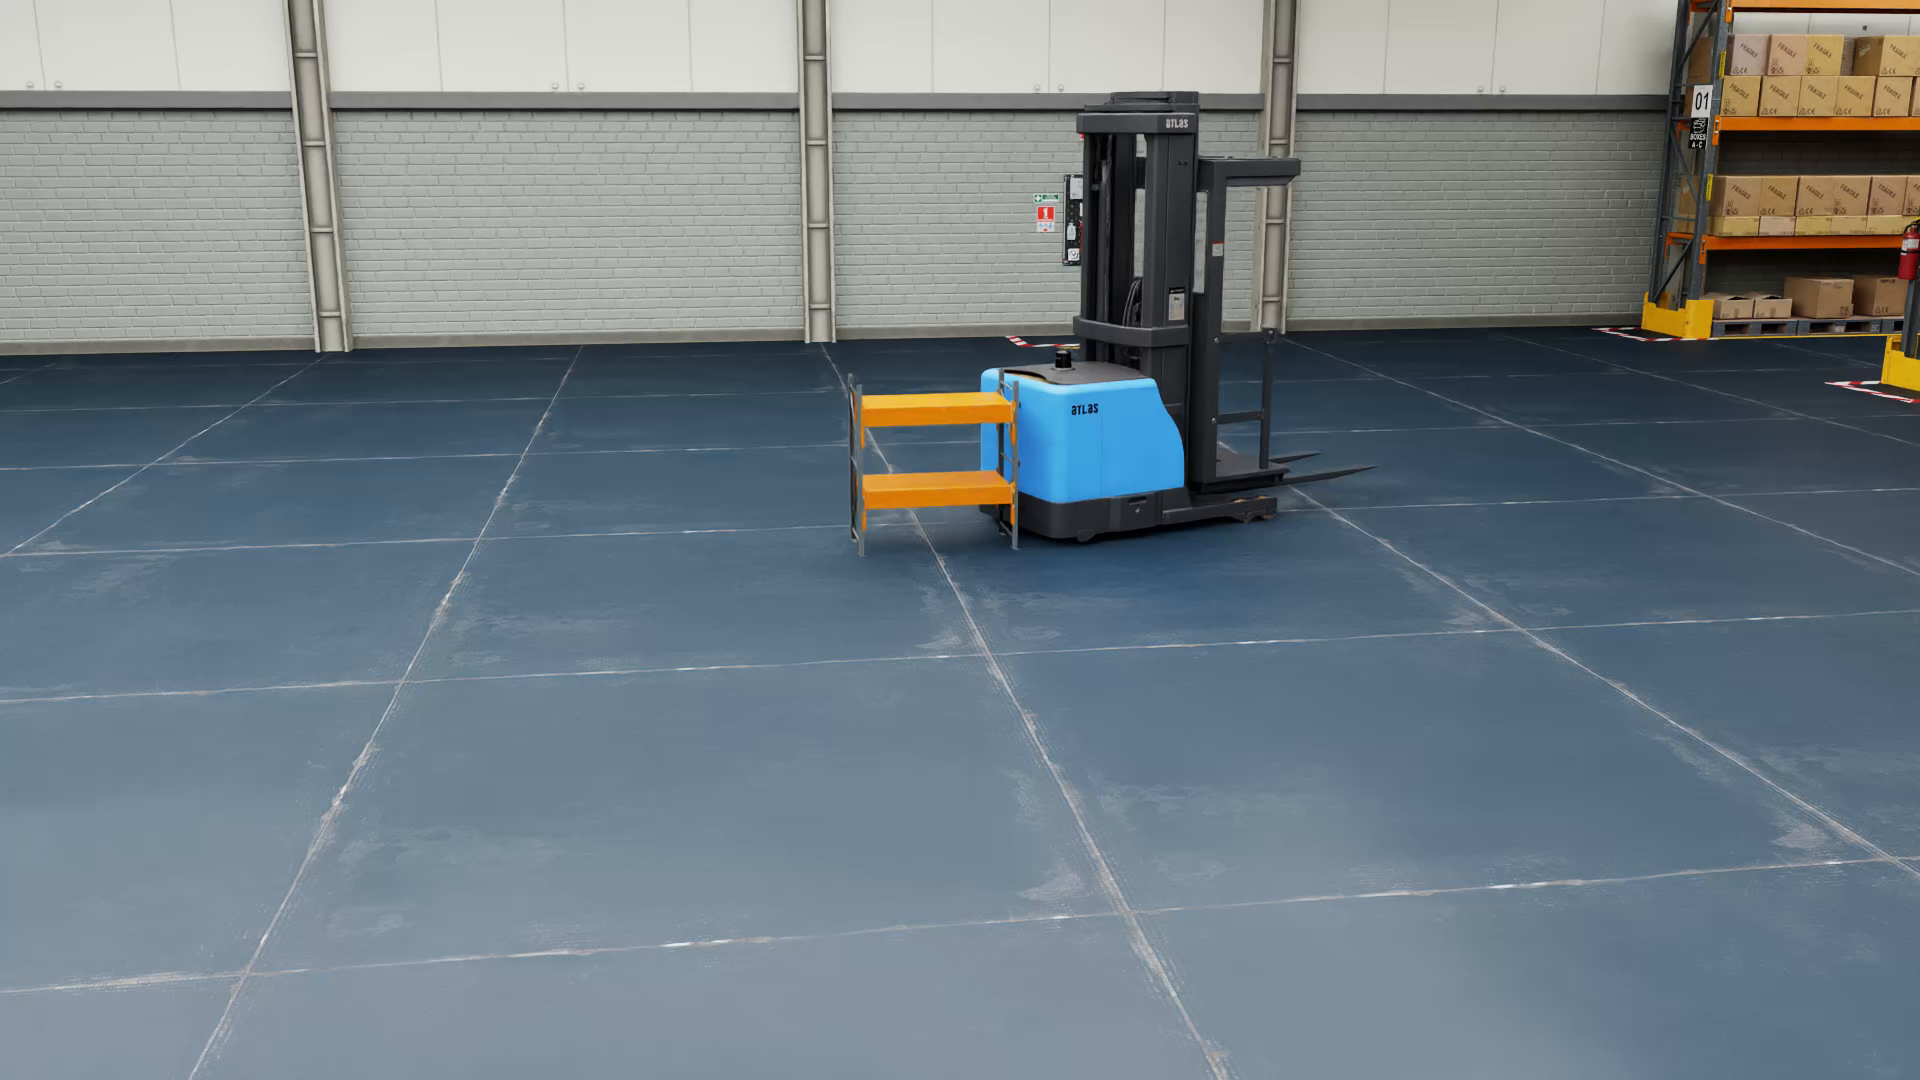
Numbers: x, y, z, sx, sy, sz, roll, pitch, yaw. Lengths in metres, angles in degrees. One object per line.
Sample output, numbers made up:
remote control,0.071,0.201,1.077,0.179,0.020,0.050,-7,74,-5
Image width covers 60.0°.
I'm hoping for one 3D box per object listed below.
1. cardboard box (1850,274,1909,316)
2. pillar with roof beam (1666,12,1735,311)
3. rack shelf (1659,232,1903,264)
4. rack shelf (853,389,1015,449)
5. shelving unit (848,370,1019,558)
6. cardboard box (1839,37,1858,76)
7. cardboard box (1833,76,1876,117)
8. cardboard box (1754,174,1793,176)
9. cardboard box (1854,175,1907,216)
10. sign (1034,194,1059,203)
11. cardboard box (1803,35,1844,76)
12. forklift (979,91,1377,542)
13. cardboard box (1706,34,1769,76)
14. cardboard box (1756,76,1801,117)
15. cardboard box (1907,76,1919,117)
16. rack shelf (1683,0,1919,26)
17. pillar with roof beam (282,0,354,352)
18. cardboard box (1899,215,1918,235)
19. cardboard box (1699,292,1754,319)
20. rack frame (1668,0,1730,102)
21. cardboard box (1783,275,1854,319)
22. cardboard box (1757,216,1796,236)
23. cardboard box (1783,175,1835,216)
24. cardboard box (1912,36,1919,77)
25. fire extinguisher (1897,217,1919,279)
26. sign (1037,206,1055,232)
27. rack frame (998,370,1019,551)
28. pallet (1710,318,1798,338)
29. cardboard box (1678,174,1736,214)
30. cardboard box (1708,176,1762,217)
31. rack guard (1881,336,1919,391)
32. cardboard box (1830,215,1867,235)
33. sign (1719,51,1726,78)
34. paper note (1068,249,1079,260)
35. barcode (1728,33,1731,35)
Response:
cardboard box,12.432,-3.320,22.530,0.500,0.500,0.500,-3,14,-13
pillar with roof beam,10.701,-6.330,17.961,0.400,9.000,9.100,-2,14,-8
rack shelf,11.474,-3.945,22.266,4.000,0.370,1.077,-2,14,-8
rack shelf,-0.181,-0.798,10.888,1.000,0.278,0.538,-3,14,-10
shelving unit,-0.181,-0.514,10.959,1.048,1.125,0.538,-3,14,-10
cardboard box,11.411,-6.350,21.906,0.500,0.500,0.500,-2,14,-8
cardboard box,11.440,-5.742,21.538,0.500,0.500,0.500,-1,14,-5
cardboard box,10.941,-4.626,22.228,0.500,0.500,0.500,-2,14,-10
cardboard box,12.038,-4.541,21.887,0.500,0.500,0.500,-3,14,-10
sign,1.121,-4.435,21.575,0.331,0.109,0.001,-2,14,-8
cardboard box,10.922,-6.203,21.320,0.500,0.500,0.500,-2,14,-7
forklift,1.667,-1.646,11.762,3.031,2.935,1.130,-8,16,-29
cardboard box,9.914,-6.175,21.211,0.500,0.500,0.500,-3,14,-12
cardboard box,10.401,-5.698,21.362,0.500,0.500,0.500,-1,14,-5
cardboard box,12.488,-5.787,21.717,0.500,0.500,0.500,-3,14,-13
rack shelf,11.474,-6.854,21.536,4.000,0.370,1.077,-2,14,-8
pillar with roof beam,-7.098,-5.677,15.360,0.400,9.000,9.100,-2,14,-8
cardboard box,12.535,-4.197,22.060,0.500,0.250,0.500,-2,14,-8
cardboard box,10.194,-3.134,22.177,0.500,0.311,0.500,-4,15,-15
rack frame,9.497,-7.132,21.160,0.127,3.000,1.000,-2,14,-8
cardboard box,11.491,-3.261,22.294,0.500,0.500,0.700,-3,14,-12
cardboard box,10.538,-4.122,21.760,0.500,0.250,0.500,-3,14,-10
cardboard box,11.016,-4.500,21.725,0.500,0.500,0.500,-3,14,-10
cardboard box,12.454,-6.259,21.544,0.500,0.500,0.500,-1,14,-5
fire extinguisher,10.052,-3.100,17.576,0.183,0.674,0.296,-2,14,-8
sign,1.116,-4.179,21.647,0.234,0.329,0.001,-2,14,-8
rack frame,0.319,-0.536,11.048,0.032,1.125,0.500,-3,14,-10
pallet,10.380,-2.893,22.323,1.213,0.211,1.003,-2,14,-8
cardboard box,9.931,-4.591,22.086,0.500,0.500,0.500,-2,14,-9
cardboard box,10.014,-4.467,21.595,0.500,0.500,0.500,-2,14,-8
rack guard,10.215,-1.817,17.439,0.348,0.500,1.175,-2,14,-8
cardboard box,11.543,-4.157,21.899,0.500,0.250,0.500,-2,14,-8
sign,9.578,-5.970,20.898,0.005,0.325,0.100,-2,14,-8
paper note,1.492,-3.740,21.780,0.142,0.148,0.016,-2,14,-8
barcode,10.124,-6.647,21.900,0.075,0.075,0.001,-2,14,-8
